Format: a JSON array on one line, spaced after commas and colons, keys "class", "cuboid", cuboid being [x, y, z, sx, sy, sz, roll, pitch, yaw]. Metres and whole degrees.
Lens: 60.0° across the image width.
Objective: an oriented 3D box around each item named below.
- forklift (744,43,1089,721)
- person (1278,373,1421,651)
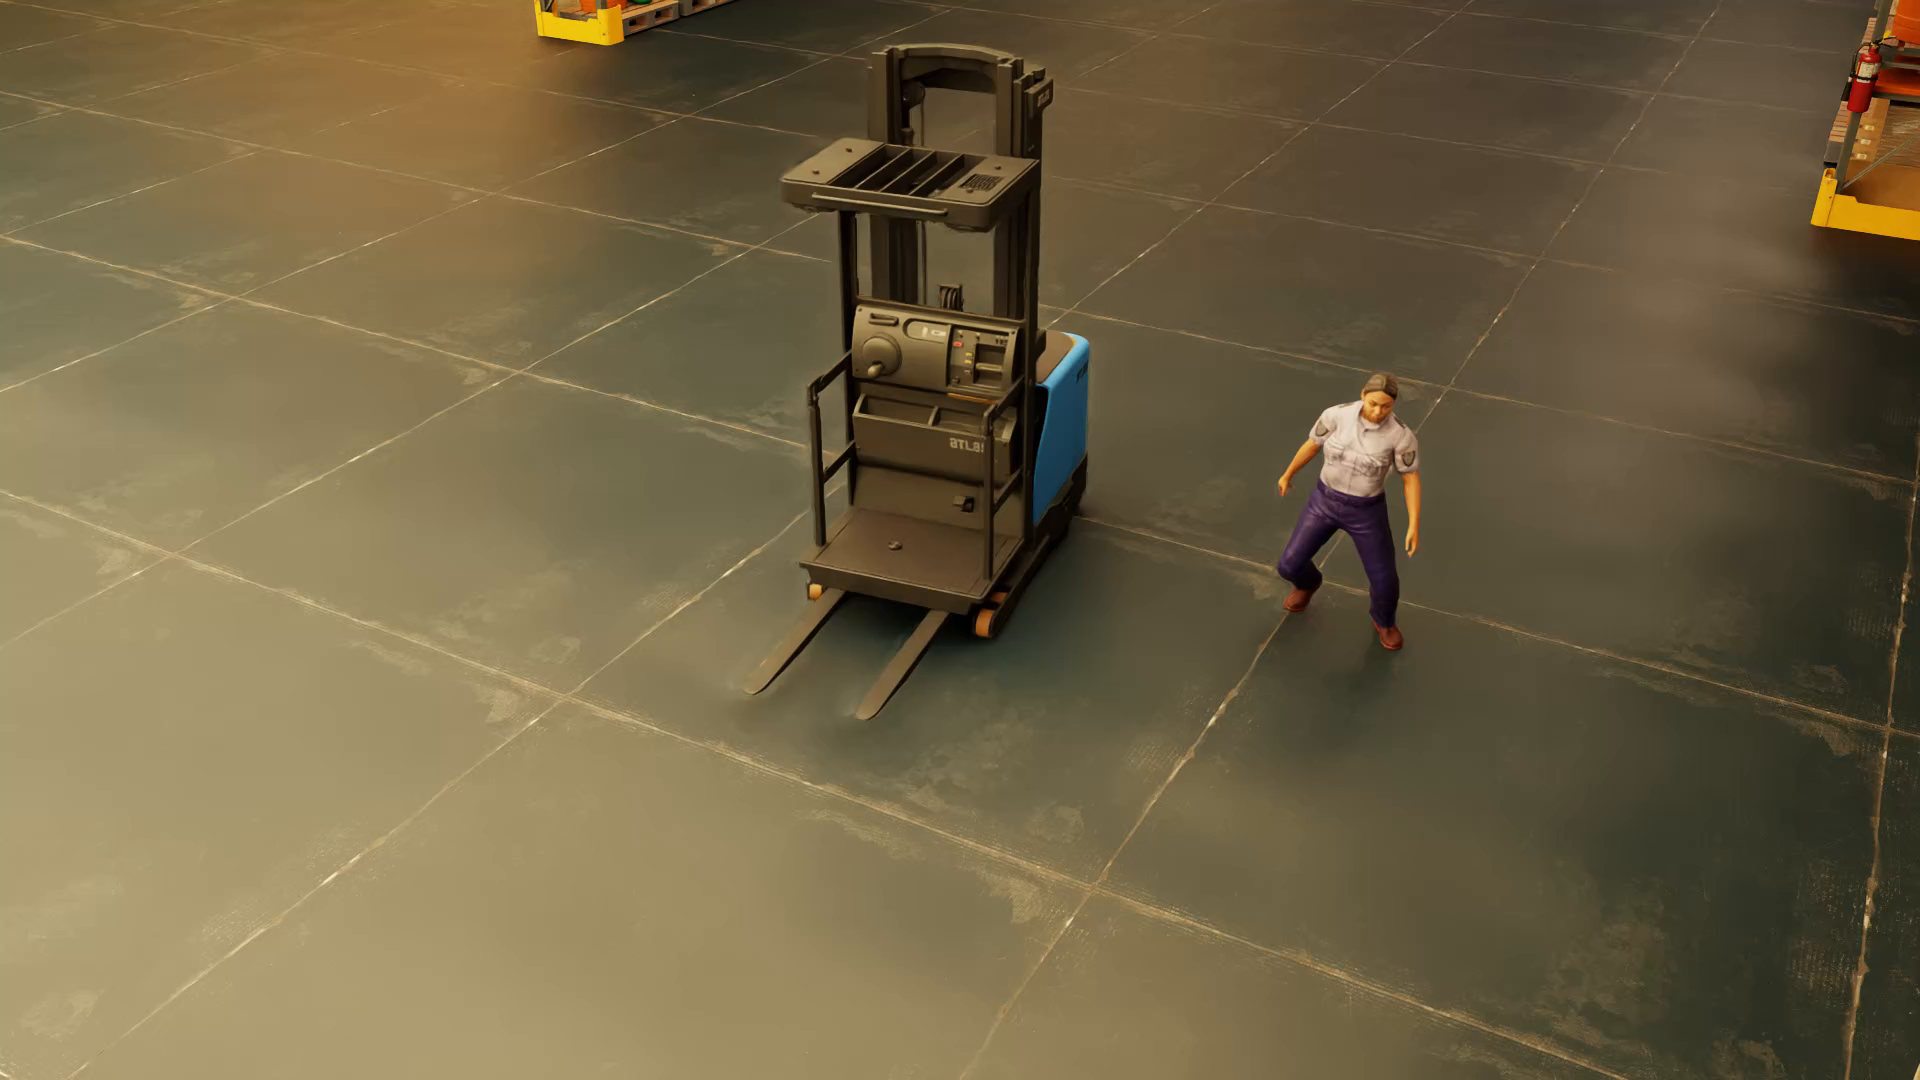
[{"class": "forklift", "cuboid": [-0.215, -0.968, 8.747, 1.130, 2.935, 3.031, 11, 32, 18]}, {"class": "person", "cuboid": [2.046, -0.185, 8.773, 0.830, 1.570, 0.484, 17, 34, 27]}]
